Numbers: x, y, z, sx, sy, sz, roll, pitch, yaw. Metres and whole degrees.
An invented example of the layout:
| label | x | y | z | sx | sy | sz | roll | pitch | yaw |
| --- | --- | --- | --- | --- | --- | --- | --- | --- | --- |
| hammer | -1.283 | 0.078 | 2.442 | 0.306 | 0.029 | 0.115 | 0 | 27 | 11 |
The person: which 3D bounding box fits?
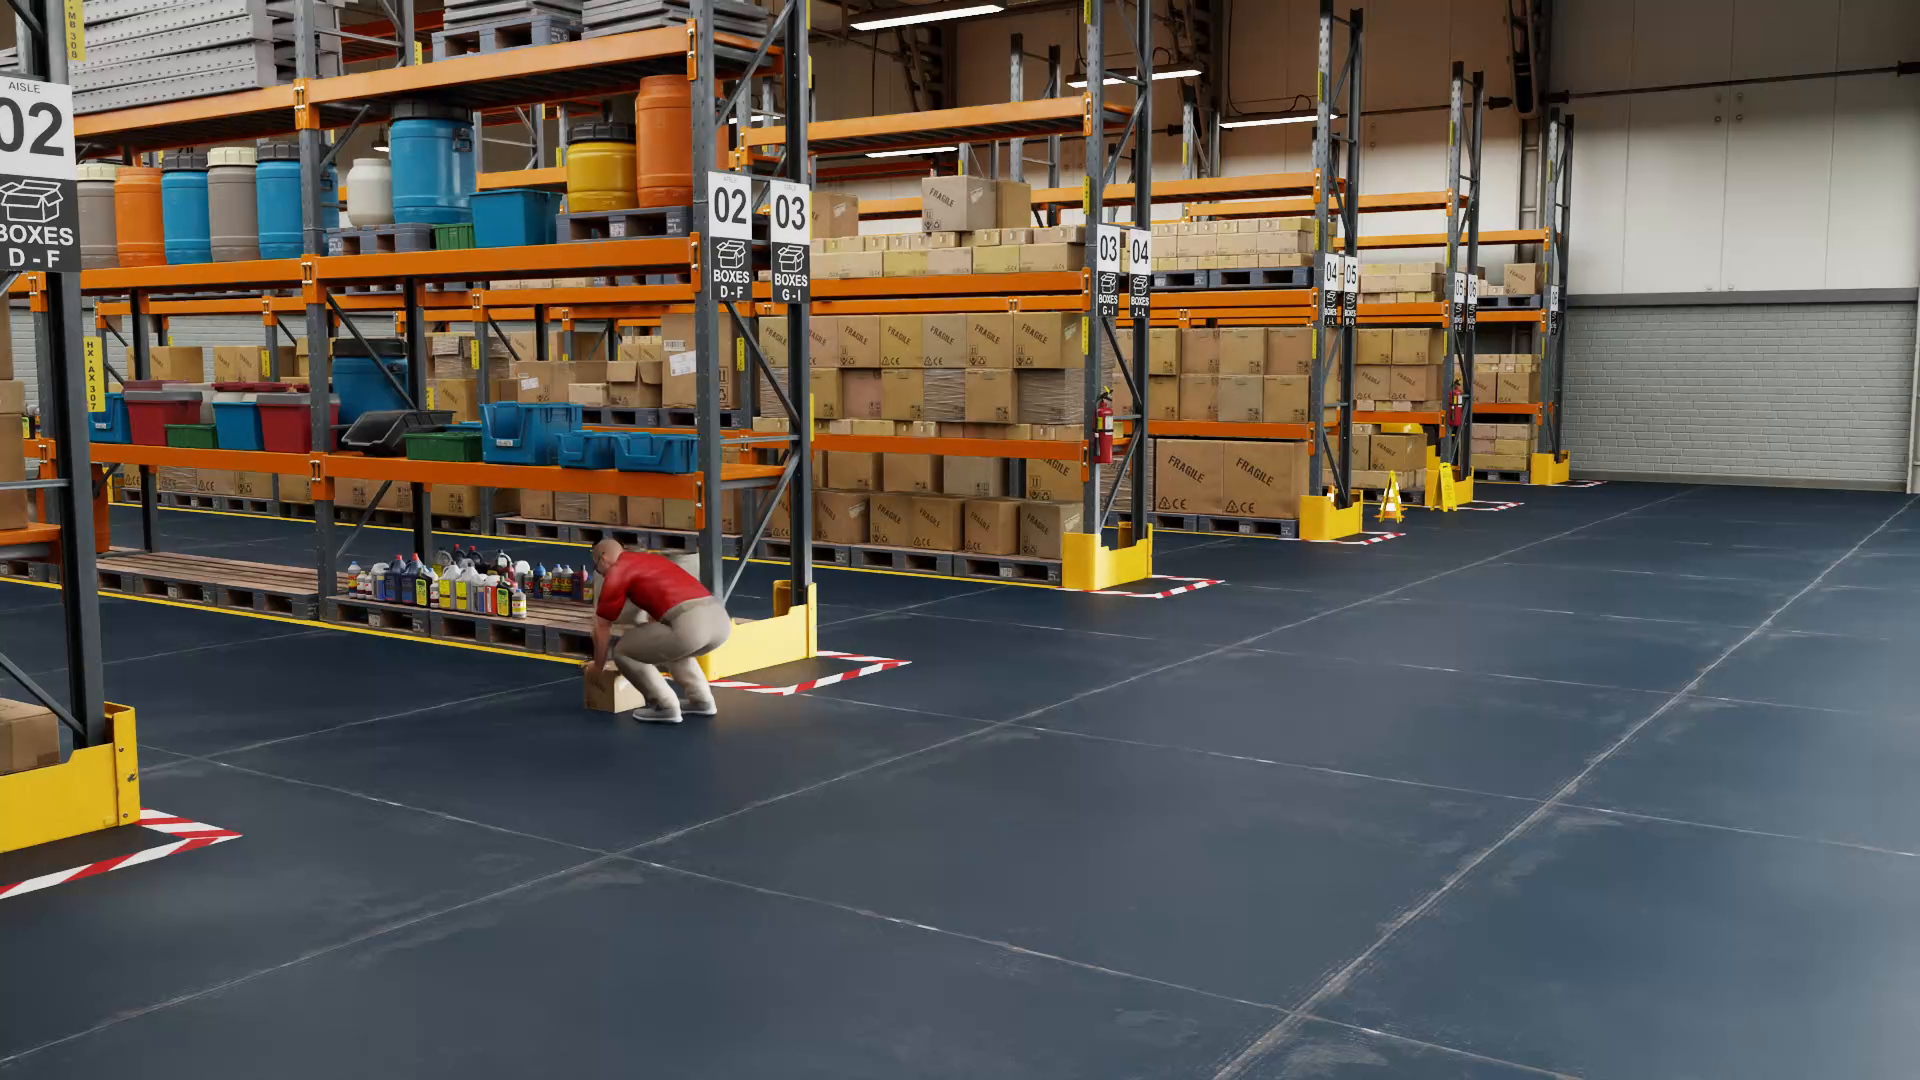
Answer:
| label | x | y | z | sx | sy | sz | roll | pitch | yaw |
| --- | --- | --- | --- | --- | --- | --- | --- | --- | --- |
| person | -1.742 | 0.516 | 9.503 | 0.865 | 1.002 | 0.570 | 4 | 7 | 33 |
